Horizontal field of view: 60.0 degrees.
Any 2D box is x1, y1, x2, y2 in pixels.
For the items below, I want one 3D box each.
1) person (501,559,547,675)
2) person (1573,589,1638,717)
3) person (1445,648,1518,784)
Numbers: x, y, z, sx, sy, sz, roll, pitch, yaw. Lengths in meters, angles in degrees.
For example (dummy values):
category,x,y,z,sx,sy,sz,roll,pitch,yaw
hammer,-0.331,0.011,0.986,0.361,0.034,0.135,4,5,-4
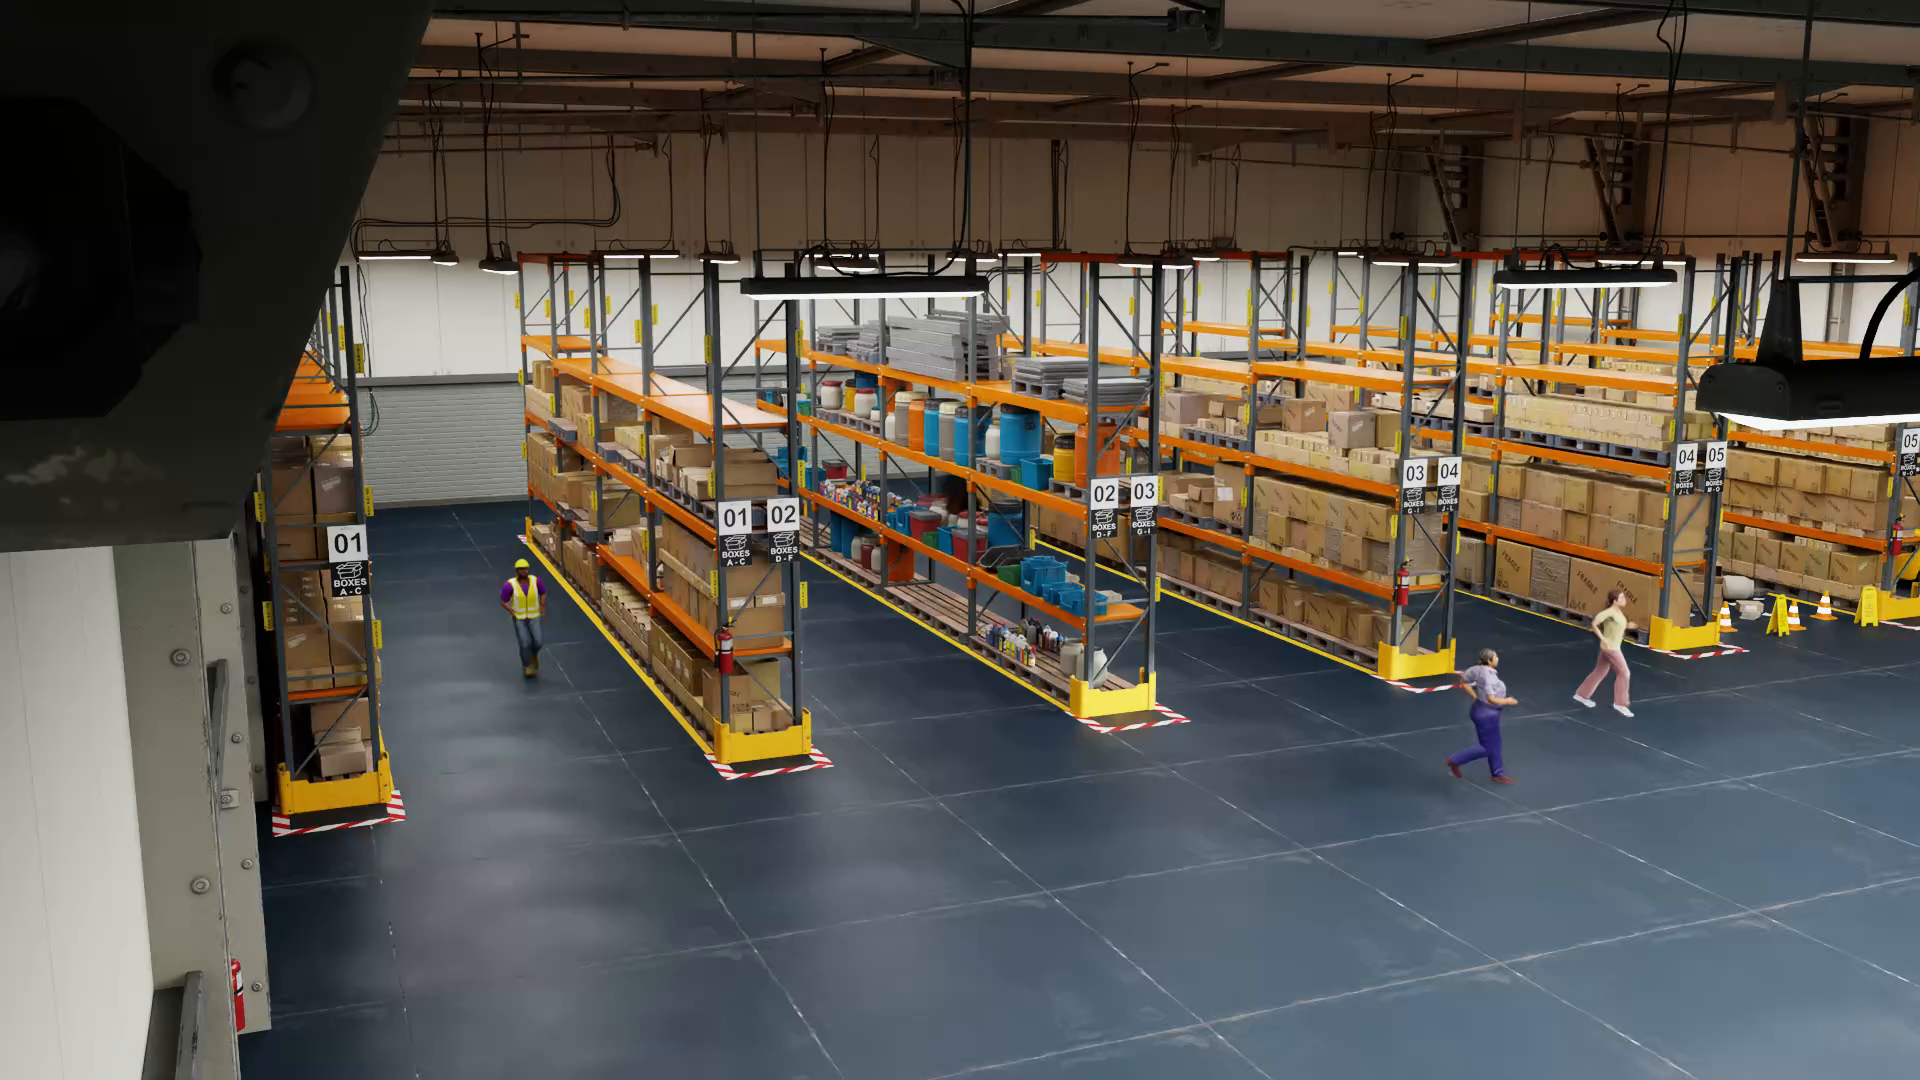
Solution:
category,x,y,z,sx,sy,sz,roll,pitch,yaw
person,-6.275,1.125,24.070,0.674,1.721,0.569,-5,11,-25
person,8.683,1.490,22.298,0.793,1.725,0.549,4,11,22
person,6.067,2.055,19.279,0.891,1.645,0.609,0,10,-2
